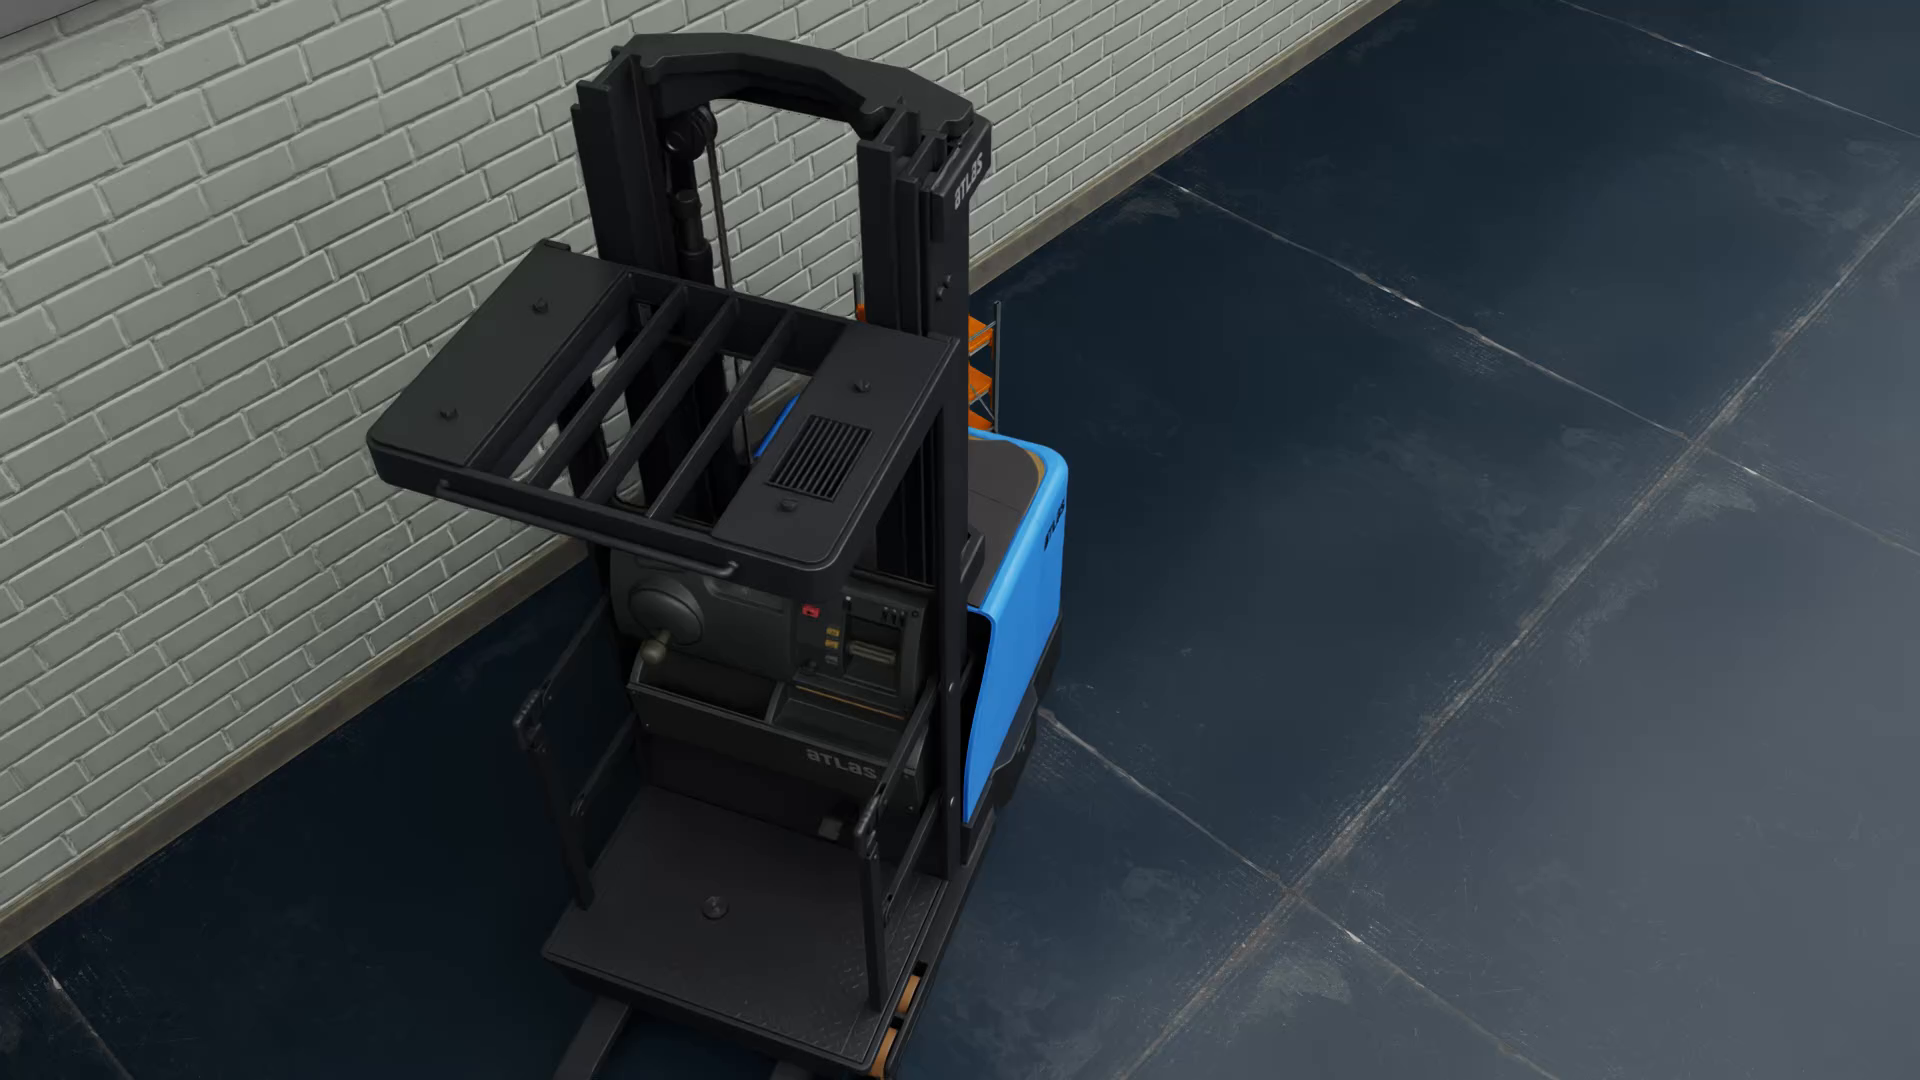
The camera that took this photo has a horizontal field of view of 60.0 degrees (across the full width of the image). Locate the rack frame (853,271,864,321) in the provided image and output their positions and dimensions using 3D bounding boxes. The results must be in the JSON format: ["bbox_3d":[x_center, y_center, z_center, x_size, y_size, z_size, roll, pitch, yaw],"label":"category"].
[{"bbox_3d":[-0.301,-0.613,6.503,0.015,1.200,0.240,34,55,28],"label":"rack frame"}]

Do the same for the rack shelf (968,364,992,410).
[{"bbox_3d":[-0.122,-0.600,6.275,0.480,0.148,0.258,34,55,28],"label":"rack shelf"}]

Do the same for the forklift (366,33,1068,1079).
[{"bbox_3d":[-0.612,0.319,4.440,1.130,2.935,3.031,15,49,14],"label":"forklift"}]

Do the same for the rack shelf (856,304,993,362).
[{"bbox_3d":[-0.122,-0.762,6.103,0.480,0.148,0.258,34,55,28],"label":"rack shelf"}]

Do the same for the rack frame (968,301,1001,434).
[{"bbox_3d":[0.058,-0.372,6.276,0.015,1.200,0.240,34,55,28],"label":"rack frame"}]

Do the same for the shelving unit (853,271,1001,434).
[{"bbox_3d":[-0.122,-0.493,6.389,0.503,1.200,0.258,34,55,28],"label":"shelving unit"}]

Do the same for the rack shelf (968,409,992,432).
[{"bbox_3d":[-0.122,-0.446,6.438,0.480,0.148,0.258,34,55,28],"label":"rack shelf"}]
